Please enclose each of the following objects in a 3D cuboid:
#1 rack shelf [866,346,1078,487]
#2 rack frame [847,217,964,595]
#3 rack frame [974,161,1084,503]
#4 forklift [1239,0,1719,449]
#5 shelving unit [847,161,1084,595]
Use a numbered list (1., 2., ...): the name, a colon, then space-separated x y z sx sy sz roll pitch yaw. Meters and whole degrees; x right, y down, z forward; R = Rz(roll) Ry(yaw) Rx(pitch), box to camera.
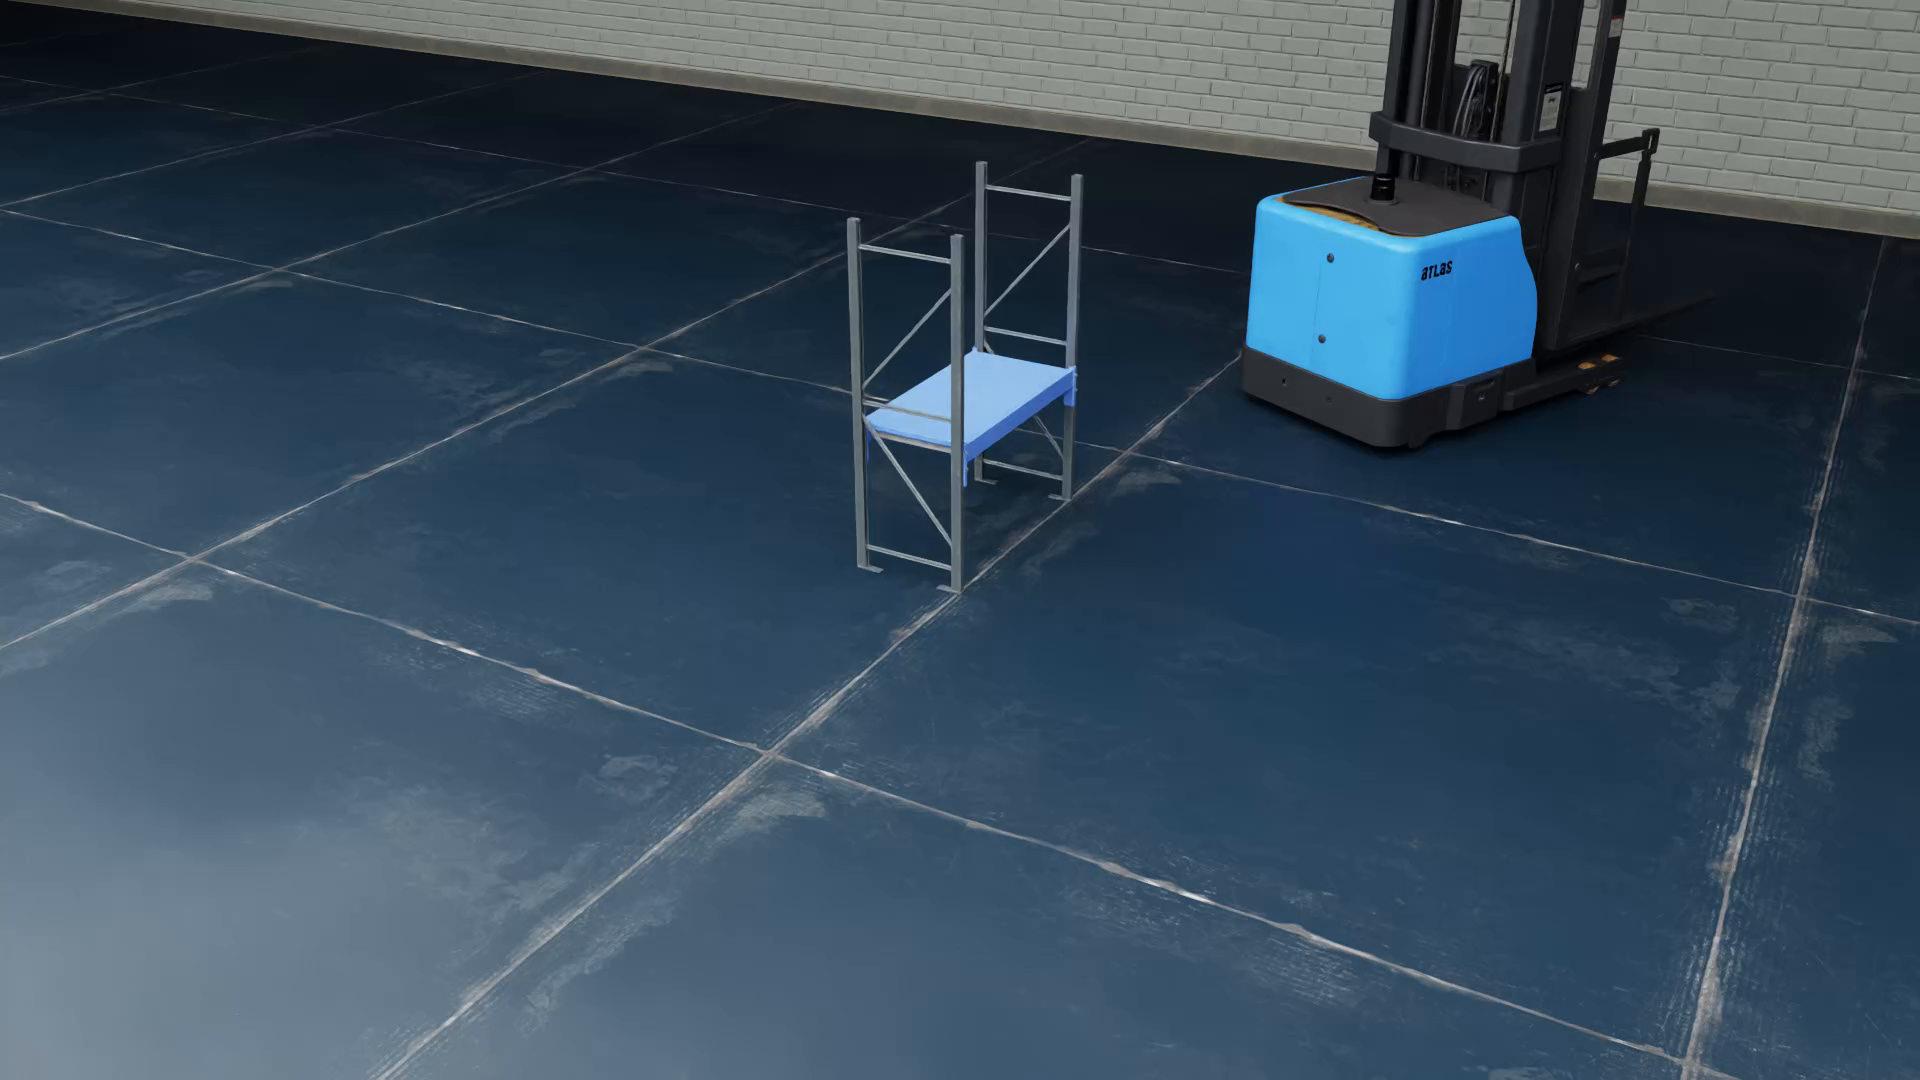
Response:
1. rack shelf: 0.042 -0.543 7.061 0.538 0.185 1.000 14 30 26
2. rack frame: -0.208 -0.506 6.585 0.500 1.500 0.032 14 30 26
3. rack frame: 0.292 -0.902 7.376 0.500 1.500 0.032 14 30 26
4. forklift: 2.953 -2.256 8.483 3.031 2.935 1.130 -18 32 -31
5. shelving unit: 0.042 -0.704 6.981 0.538 1.500 1.048 14 30 26
